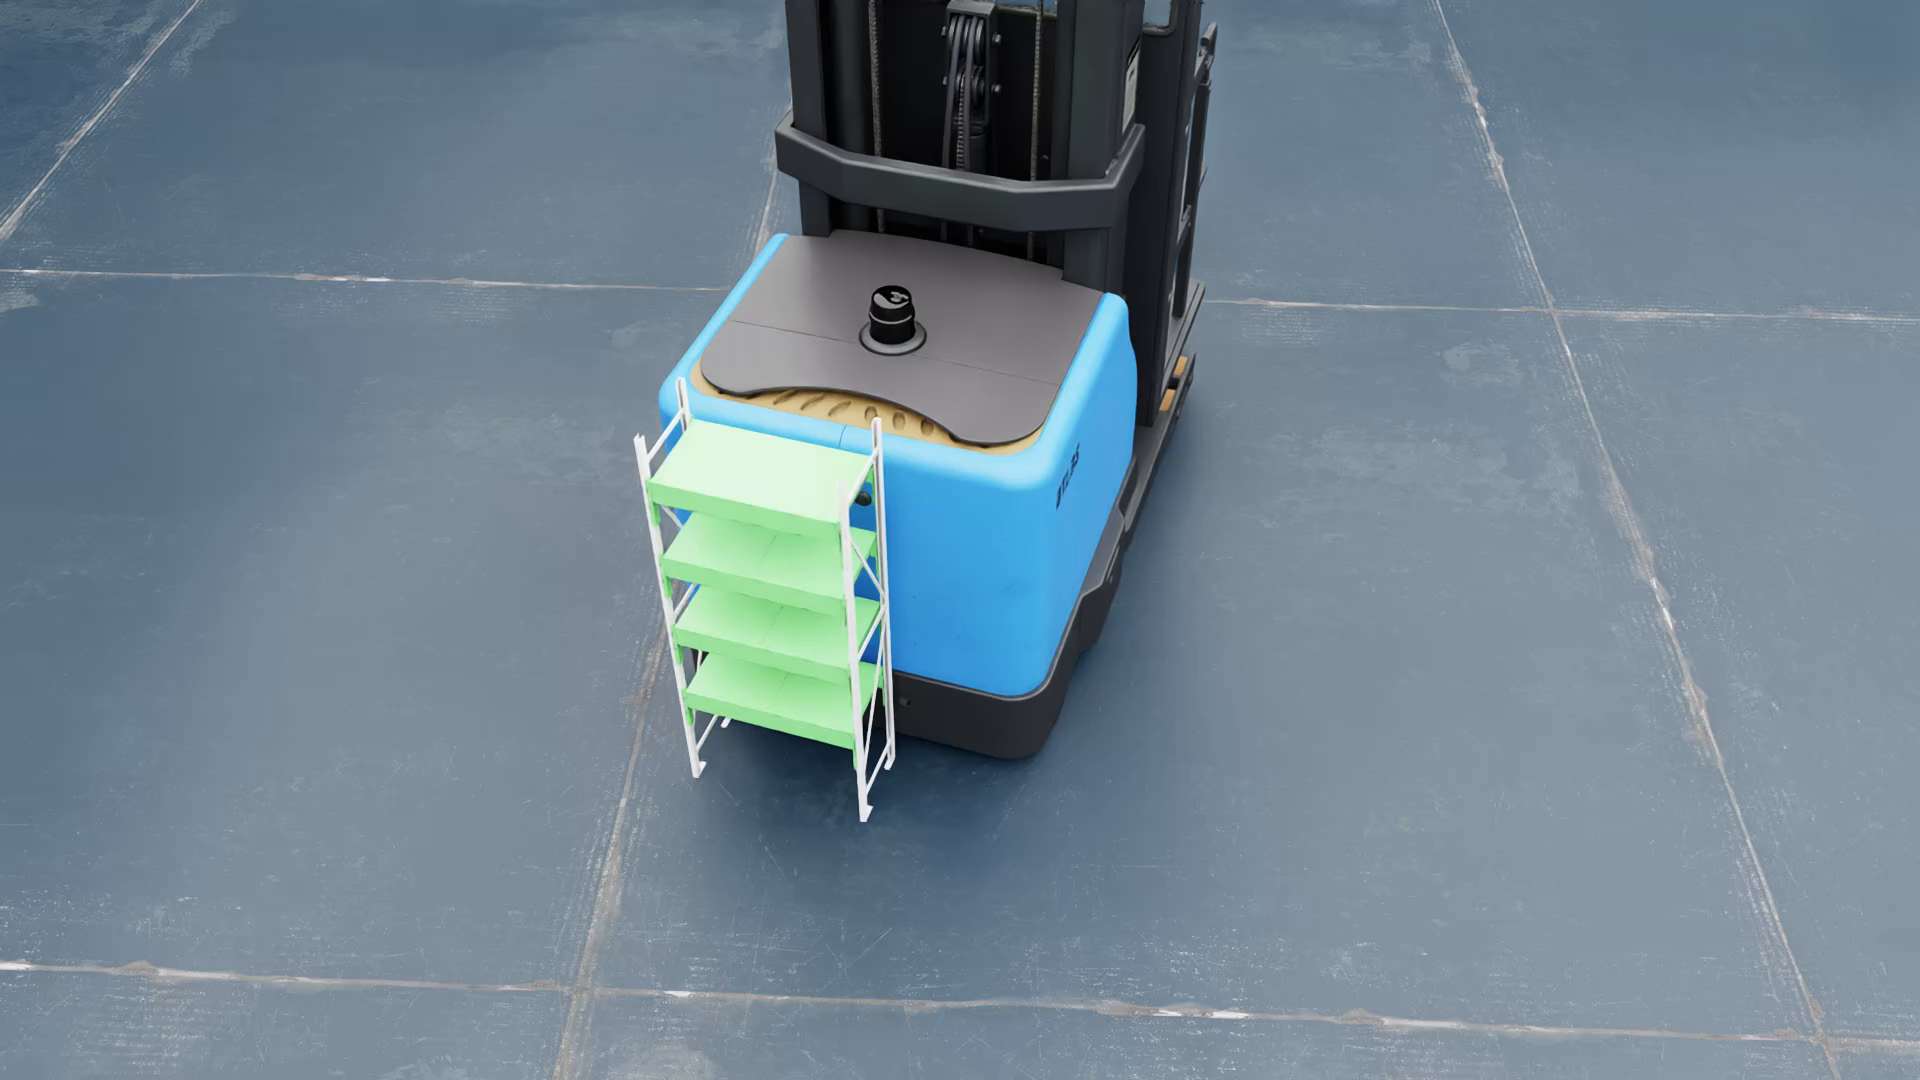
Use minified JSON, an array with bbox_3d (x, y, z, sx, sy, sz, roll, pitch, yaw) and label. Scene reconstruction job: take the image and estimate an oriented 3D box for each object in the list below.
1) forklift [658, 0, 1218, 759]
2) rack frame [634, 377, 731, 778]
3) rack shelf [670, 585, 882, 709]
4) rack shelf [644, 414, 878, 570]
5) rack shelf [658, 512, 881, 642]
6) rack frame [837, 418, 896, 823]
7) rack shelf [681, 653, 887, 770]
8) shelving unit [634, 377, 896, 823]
[{"bbox_3d":[0.177,-1.499,4.708,1.130,2.935,3.031,13,44,13],"label":"forklift"},{"bbox_3d":[-0.687,0.135,4.224,0.015,1.200,0.240,13,45,13],"label":"rack frame"},{"bbox_3d":[-0.455,0.233,4.212,0.480,0.148,0.258,13,45,13],"label":"rack shelf"},{"bbox_3d":[-0.456,-0.116,3.883,0.480,0.148,0.258,13,45,13],"label":"rack shelf"},{"bbox_3d":[-0.456,0.058,4.048,0.480,0.148,0.258,13,45,13],"label":"rack shelf"},{"bbox_3d":[-0.223,0.238,4.113,0.015,1.200,0.240,13,45,13],"label":"rack frame"},{"bbox_3d":[-0.455,0.408,4.376,0.480,0.148,0.258,13,45,13],"label":"rack shelf"},{"bbox_3d":[-0.455,0.187,4.168,0.503,1.200,0.258,13,45,13],"label":"shelving unit"}]
